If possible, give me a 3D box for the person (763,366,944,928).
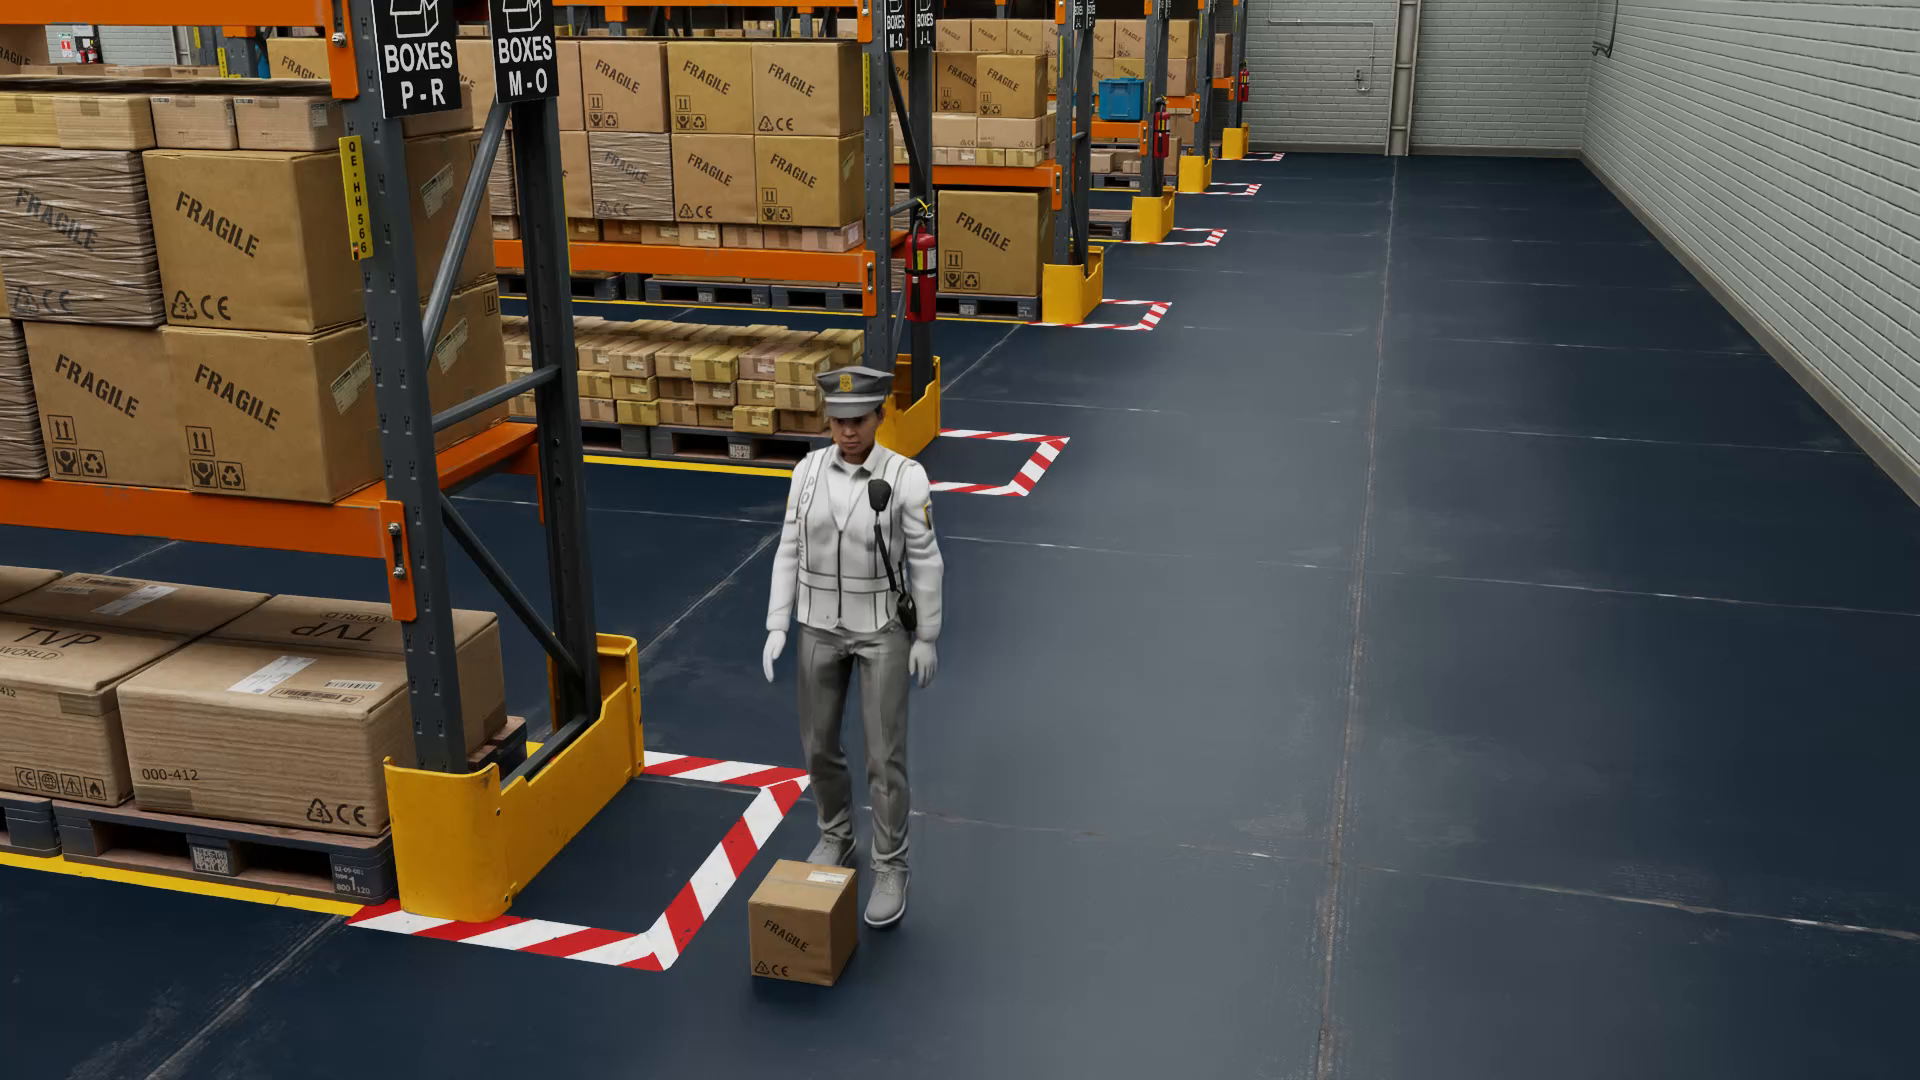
[{"bbox_3d":[-0.333,0.311,5.070,0.519,1.691,0.459,5,19,15],"label":"person"}]
